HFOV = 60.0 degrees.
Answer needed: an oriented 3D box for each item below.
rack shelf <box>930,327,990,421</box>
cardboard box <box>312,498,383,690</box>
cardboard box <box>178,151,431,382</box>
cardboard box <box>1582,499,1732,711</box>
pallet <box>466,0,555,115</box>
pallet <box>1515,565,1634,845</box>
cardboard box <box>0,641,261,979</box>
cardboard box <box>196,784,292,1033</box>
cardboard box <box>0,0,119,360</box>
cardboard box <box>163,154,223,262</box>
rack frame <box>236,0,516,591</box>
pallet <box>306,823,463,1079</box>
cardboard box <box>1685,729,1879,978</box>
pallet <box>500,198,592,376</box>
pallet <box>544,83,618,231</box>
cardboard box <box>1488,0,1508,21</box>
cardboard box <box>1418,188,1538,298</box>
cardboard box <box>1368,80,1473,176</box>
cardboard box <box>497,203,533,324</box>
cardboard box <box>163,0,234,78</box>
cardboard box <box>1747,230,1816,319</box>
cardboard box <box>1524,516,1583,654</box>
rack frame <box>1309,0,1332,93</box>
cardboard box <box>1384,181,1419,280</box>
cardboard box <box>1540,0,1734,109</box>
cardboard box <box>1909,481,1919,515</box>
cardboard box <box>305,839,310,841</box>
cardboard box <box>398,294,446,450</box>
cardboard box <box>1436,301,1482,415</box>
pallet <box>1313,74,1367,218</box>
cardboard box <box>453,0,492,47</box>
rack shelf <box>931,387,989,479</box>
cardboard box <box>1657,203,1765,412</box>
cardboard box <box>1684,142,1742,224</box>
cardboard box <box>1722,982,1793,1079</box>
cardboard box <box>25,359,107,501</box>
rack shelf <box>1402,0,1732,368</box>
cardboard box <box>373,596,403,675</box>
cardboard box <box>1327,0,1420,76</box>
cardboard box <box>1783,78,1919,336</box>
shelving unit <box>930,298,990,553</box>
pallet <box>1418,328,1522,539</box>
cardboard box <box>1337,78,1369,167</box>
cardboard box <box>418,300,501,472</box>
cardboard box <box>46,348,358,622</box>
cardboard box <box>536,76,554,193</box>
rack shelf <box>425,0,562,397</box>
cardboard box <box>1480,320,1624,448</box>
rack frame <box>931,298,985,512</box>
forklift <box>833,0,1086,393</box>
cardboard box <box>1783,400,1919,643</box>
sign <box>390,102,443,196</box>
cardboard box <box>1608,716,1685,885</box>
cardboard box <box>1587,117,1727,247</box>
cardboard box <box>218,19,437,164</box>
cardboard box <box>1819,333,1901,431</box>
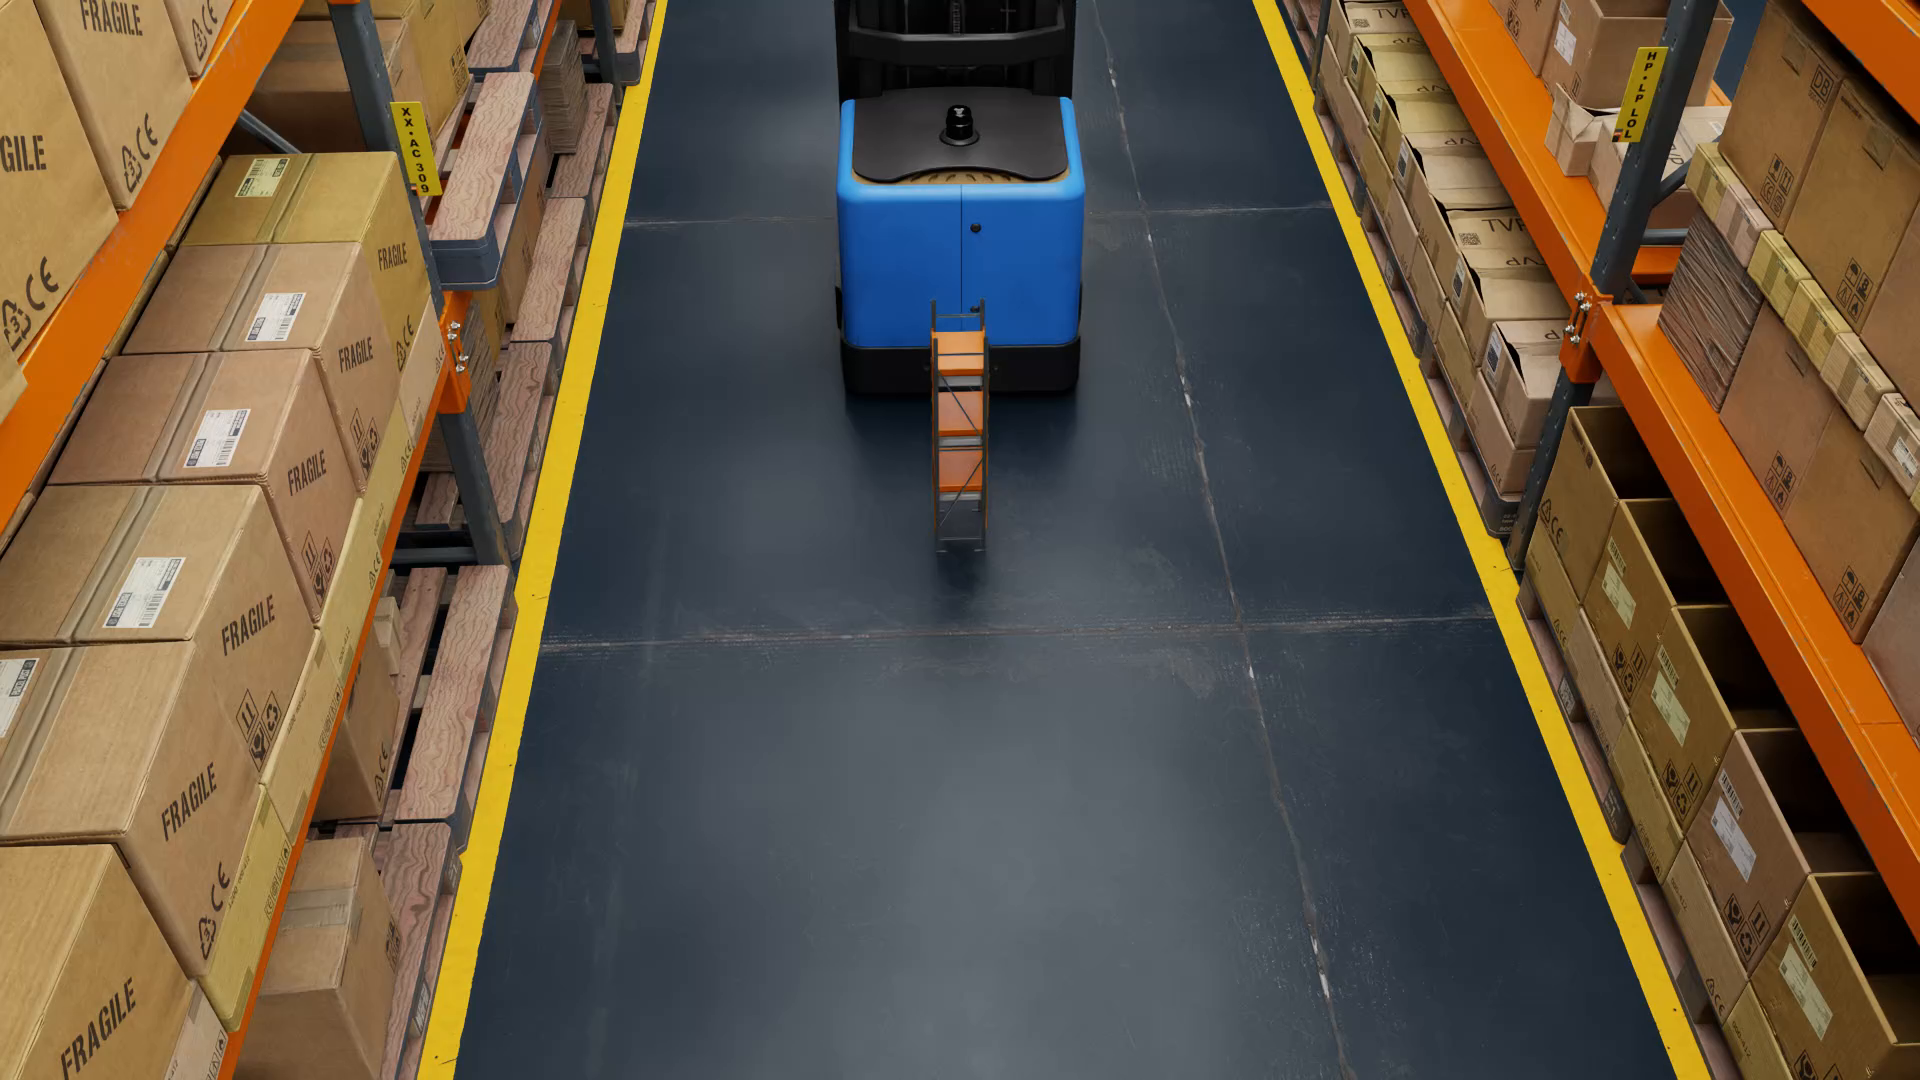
[{"bbox_3d":[-0.002,-0.625,6.250,0.215,0.259,0.240,-2,43,-2],"label":"rack shelf"},{"bbox_3d":[-1.880,0.148,4.465,0.500,0.250,0.500,-2,43,-2],"label":"cardboard box"},{"bbox_3d":[-1.924,-0.805,4.950,0.500,0.500,0.500,-2,43,-2],"label":"cardboard box"},{"bbox_3d":[2.432,0.210,5.470,0.500,0.500,0.500,-2,43,-2],"label":"cardboard box"},{"bbox_3d":[-2.298,-2.181,7.052,1.003,0.211,1.213,-2,43,-2],"label":"pallet"},{"bbox_3d":[2.688,0.534,6.011,1.003,0.211,1.213,-2,43,-2],"label":"pallet"},{"bbox_3d":[-1.830,0.571,3.448,0.500,0.500,0.500,-3,43,-3],"label":"cardboard box"},{"bbox_3d":[-1.839,0.829,3.722,0.500,0.250,0.500,-2,43,-2],"label":"cardboard box"},{"bbox_3d":[-1.905,-0.645,2.925,0.500,0.500,0.500,1,43,1],"label":"cardboard box"},{"bbox_3d":[-2.442,-0.792,4.935,0.500,0.500,0.500,-3,43,-3],"label":"cardboard box"},{"bbox_3d":[-2.253,-0.887,5.498,1.000,3.000,0.127,-2,43,-2],"label":"rack frame"},{"bbox_3d":[-2.134,1.419,5.046,1.003,0.211,1.213,-2,43,-2],"label":"pallet"},{"bbox_3d":[2.469,0.885,4.733,0.500,0.500,0.500,-2,43,-2],"label":"cardboard box"},{"bbox_3d":[-2.342,-1.210,7.914,1.003,0.211,1.213,-2,43,-2],"label":"pallet"},{"bbox_3d":[-2.391,-2.032,8.810,1.003,0.211,1.213,-2,43,-2],"label":"pallet"},{"bbox_3d":[2.614,-2.636,7.332,0.500,0.500,0.500,-4,43,-4],"label":"cardboard box"},{"bbox_3d":[2.345,-1.333,7.293,0.500,0.311,0.500,-2,43,-2],"label":"cardboard box"},{"bbox_3d":[2.305,-2.019,8.042,0.500,0.311,0.500,-3,43,-3],"label":"cardboard box"},{"bbox_3d":[-2.354,-1.317,7.491,0.700,0.500,0.500,-1,43,-1],"label":"cardboard box"},{"bbox_3d":[-1.976,-1.361,3.706,0.500,0.500,0.500,-5,43,-5],"label":"cardboard box"},{"bbox_3d":[2.538,-0.777,4.824,0.380,0.149,0.250,-3,43,-3],"label":"cardboard box"},{"bbox_3d":[2.413,0.149,6.092,0.500,0.250,0.500,-2,43,-2],"label":"cardboard box"},{"bbox_3d":[2.526,-3.732,8.602,1.000,3.000,0.127,-2,43,-2],"label":"rack frame"},{"bbox_3d":[2.327,-1.475,7.863,0.500,0.250,0.500,-1,43,-1],"label":"cardboard box"},{"bbox_3d":[2.657,-1.943,6.576,0.500,0.500,0.500,1,43,1],"label":"cardboard box"},{"bbox_3d":[2.583,-0.075,4.058,0.380,0.149,0.250,-2,43,-2],"label":"cardboard box"},{"bbox_3d":[-2.205,1.082,5.134,0.380,0.149,0.250,-5,43,-5],"label":"cardboard box"},{"bbox_3d":[-1.930,-0.528,5.202,0.500,0.250,0.500,-2,43,-2],"label":"cardboard box"},{"bbox_3d":[2.369,-0.786,7.112,0.500,0.250,0.500,-2,43,-2],"label":"cardboard box"},{"bbox_3d":[2.522,-2.147,8.936,1.003,0.211,1.213,-2,43,-2],"label":"pallet"},{"bbox_3d":[-2.316,-2.252,6.587,0.700,0.500,0.500,4,43,4],"label":"cardboard box"},{"bbox_3d":[-0.002,-0.415,6.442,0.215,0.259,0.240,-2,43,-2],"label":"rack shelf"},{"bbox_3d":[2.721,-0.769,5.295,0.700,0.500,0.500,-3,43,-3],"label":"cardboard box"},{"bbox_3d":[2.514,-1.121,5.199,0.380,0.149,0.250,-2,43,-2],"label":"cardboard box"},{"bbox_3d":[2.492,1.499,4.618,0.500,0.250,0.500,-2,43,-2],"label":"cardboard box"},{"bbox_3d":[-2.408,-0.106,4.187,0.500,0.500,0.500,-1,43,-1],"label":"cardboard box"},{"bbox_3d":[2.611,-2.117,7.372,1.077,0.370,4.000,-2,43,-2],"label":"rack shelf"},{"bbox_3d":[-2.200,0.356,5.913,0.380,0.166,0.250,-7,43,-7],"label":"cardboard box"},{"bbox_3d":[2.255,-2.718,8.804,0.500,0.311,0.500,0,43,0],"label":"cardboard box"},{"bbox_3d":[2.744,-0.906,4.485,0.700,0.500,0.500,-2,43,-2],"label":"cardboard box"},{"bbox_3d":[-0.002,-0.423,6.435,0.215,1.050,0.252,-2,43,-2],"label":"shelving unit"},{"bbox_3d":[2.626,-0.500,7.139,1.003,0.211,1.213,-2,43,-2],"label":"pallet"},{"bbox_3d":[2.277,-2.172,8.624,0.500,0.250,0.500,-3,43,-3],"label":"cardboard box"},{"bbox_3d":[-2.301,-0.624,6.735,0.700,0.500,0.500,0,43,0],"label":"cardboard box"},{"bbox_3d":[-1.886,-0.128,4.211,0.500,0.500,0.500,-3,43,-3],"label":"cardboard box"},{"bbox_3d":[-2.434,-1.992,8.228,0.700,0.500,0.500,-2,43,-2],"label":"cardboard box"},{"bbox_3d":[-2.338,-1.972,7.214,1.077,0.370,4.000,-2,43,-2],"label":"rack shelf"},{"bbox_3d":[2.392,-0.645,6.542,0.500,0.311,0.500,-2,43,-2],"label":"cardboard box"},{"bbox_3d":[-0.007,-0.506,6.525,0.200,1.050,0.008,-2,43,-2],"label":"rack frame"},{"bbox_3d":[-0.028,-2.706,7.533,1.130,2.935,3.031,-1,43,-1],"label":"forklift"},{"bbox_3d":[2.768,-0.074,4.537,0.700,0.500,0.500,-1,43,-1],"label":"cardboard box"},{"bbox_3d":[-1.711,-1.227,5.228,0.100,0.325,0.005,-2,43,-2],"label":"sign"},{"bbox_3d":[2.445,0.824,5.355,0.500,0.250,0.500,-2,43,-2],"label":"cardboard box"},{"bbox_3d":[2.632,-1.307,6.067,0.500,0.250,0.500,1,43,1],"label":"cardboard box"},{"bbox_3d":[-2.241,-1.430,5.691,0.700,0.500,0.500,-2,43,-2],"label":"cardboard box"},{"bbox_3d":[2.559,-0.431,4.446,0.380,0.149,0.250,-3,43,-3],"label":"cardboard box"}]
